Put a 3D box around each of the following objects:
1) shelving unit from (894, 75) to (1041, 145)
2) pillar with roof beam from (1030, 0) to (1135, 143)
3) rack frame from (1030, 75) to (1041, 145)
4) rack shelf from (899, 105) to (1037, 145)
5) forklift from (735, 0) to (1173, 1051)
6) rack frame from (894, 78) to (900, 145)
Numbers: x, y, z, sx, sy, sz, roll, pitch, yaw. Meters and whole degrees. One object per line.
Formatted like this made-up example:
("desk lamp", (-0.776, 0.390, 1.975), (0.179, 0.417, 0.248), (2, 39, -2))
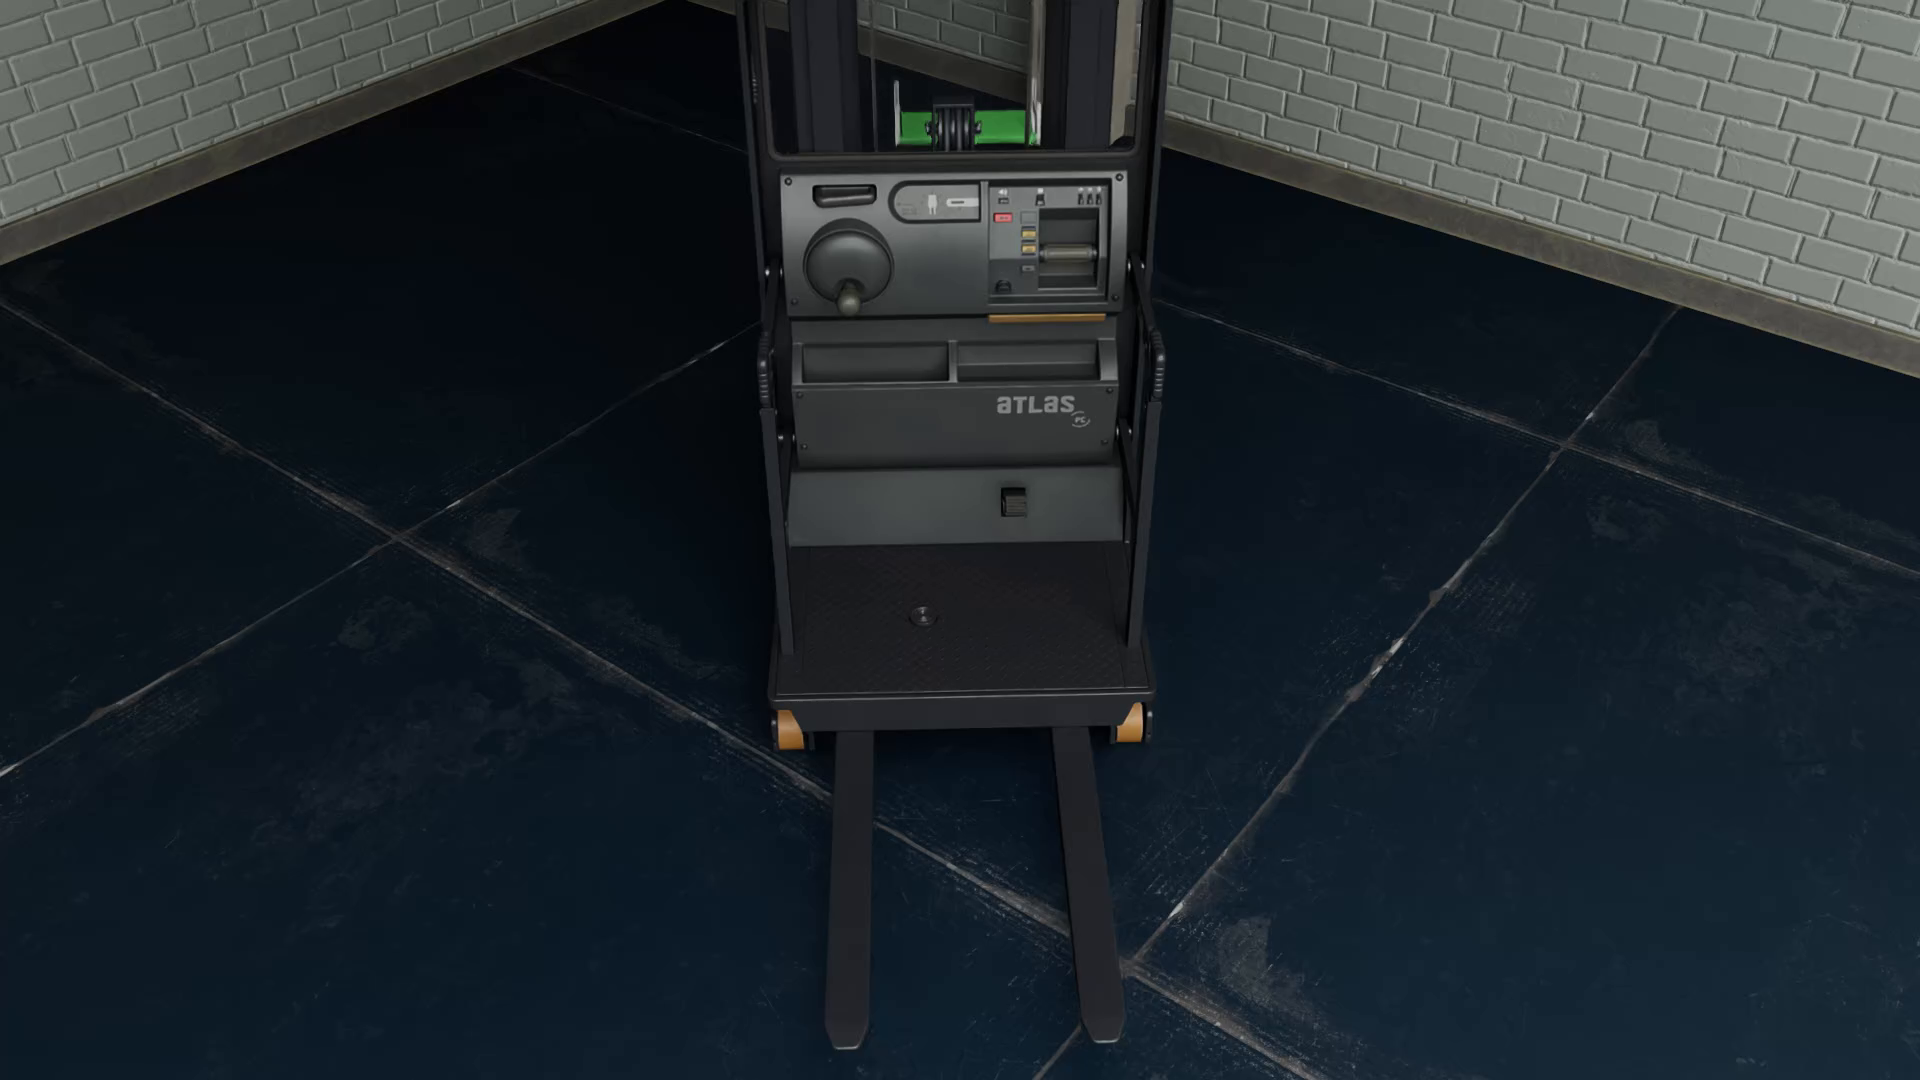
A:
("shelving unit", (0.023, -1.090, 6.163), (0.503, 1.200, 0.258), (-2, 36, -2))
("pillar with roof beam", (-2.023, -3.489, 2.907), (0.400, 9.000, 9.100), (25, 45, 29))
("rack frame", (0.267, -1.097, 6.172), (0.015, 1.200, 0.240), (-2, 36, -2))
("rack shelf", (0.023, -1.426, 5.916), (0.480, 0.148, 0.258), (-2, 36, -2))
("forklift", (-0.006, -0.731, 4.307), (1.130, 2.935, 3.031), (-1, 38, -1))
("rack frame", (-0.220, -1.083, 6.154), (0.015, 1.200, 0.240), (-2, 36, -2))
